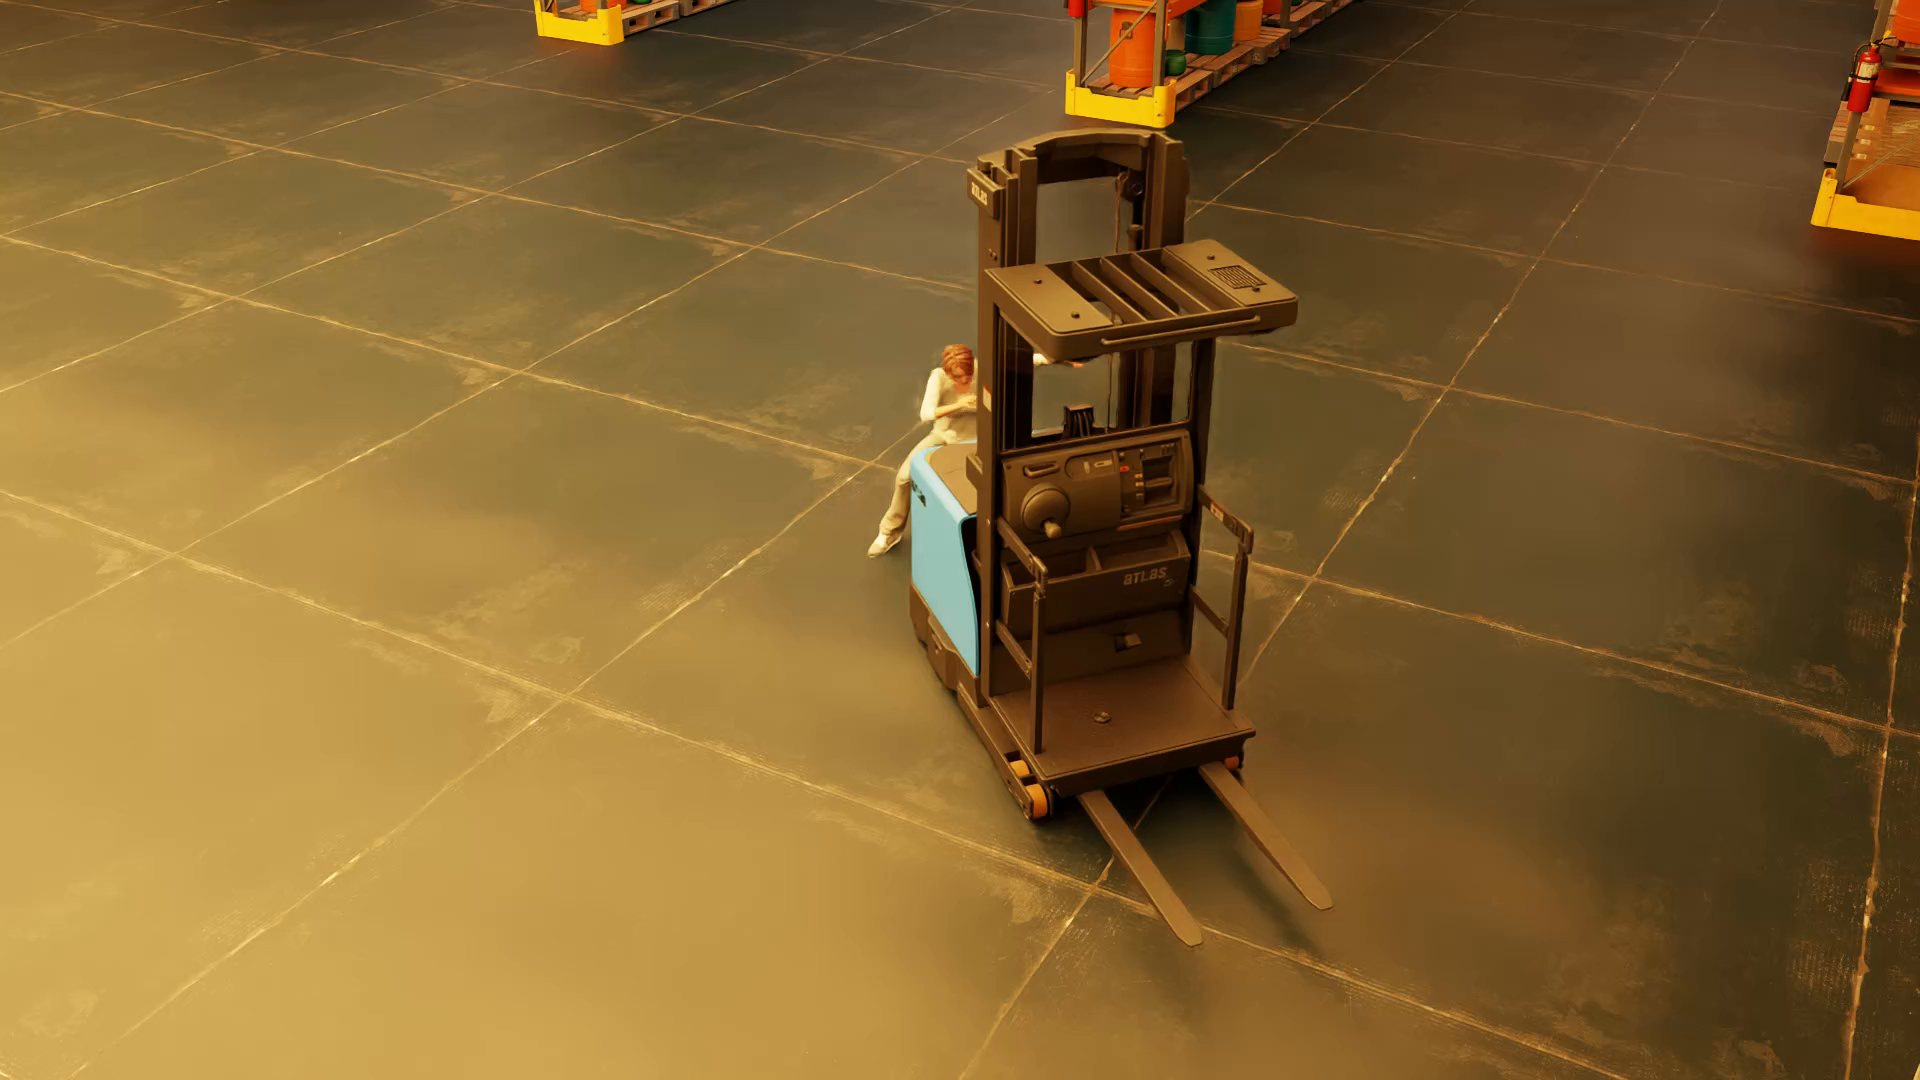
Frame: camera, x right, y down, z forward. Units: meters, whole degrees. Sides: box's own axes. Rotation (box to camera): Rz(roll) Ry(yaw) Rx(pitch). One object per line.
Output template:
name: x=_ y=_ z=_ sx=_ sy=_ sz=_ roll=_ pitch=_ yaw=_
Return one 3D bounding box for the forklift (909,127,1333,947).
forklift: x=0.715 y=-0.202 z=7.421 sx=1.130 sy=2.935 sz=3.031 roll=-11 pitch=32 yaw=-18

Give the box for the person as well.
person: x=0.104 y=-0.543 z=9.691 sx=1.305 sy=1.290 sz=0.665 roll=0 pitch=30 yaw=1
